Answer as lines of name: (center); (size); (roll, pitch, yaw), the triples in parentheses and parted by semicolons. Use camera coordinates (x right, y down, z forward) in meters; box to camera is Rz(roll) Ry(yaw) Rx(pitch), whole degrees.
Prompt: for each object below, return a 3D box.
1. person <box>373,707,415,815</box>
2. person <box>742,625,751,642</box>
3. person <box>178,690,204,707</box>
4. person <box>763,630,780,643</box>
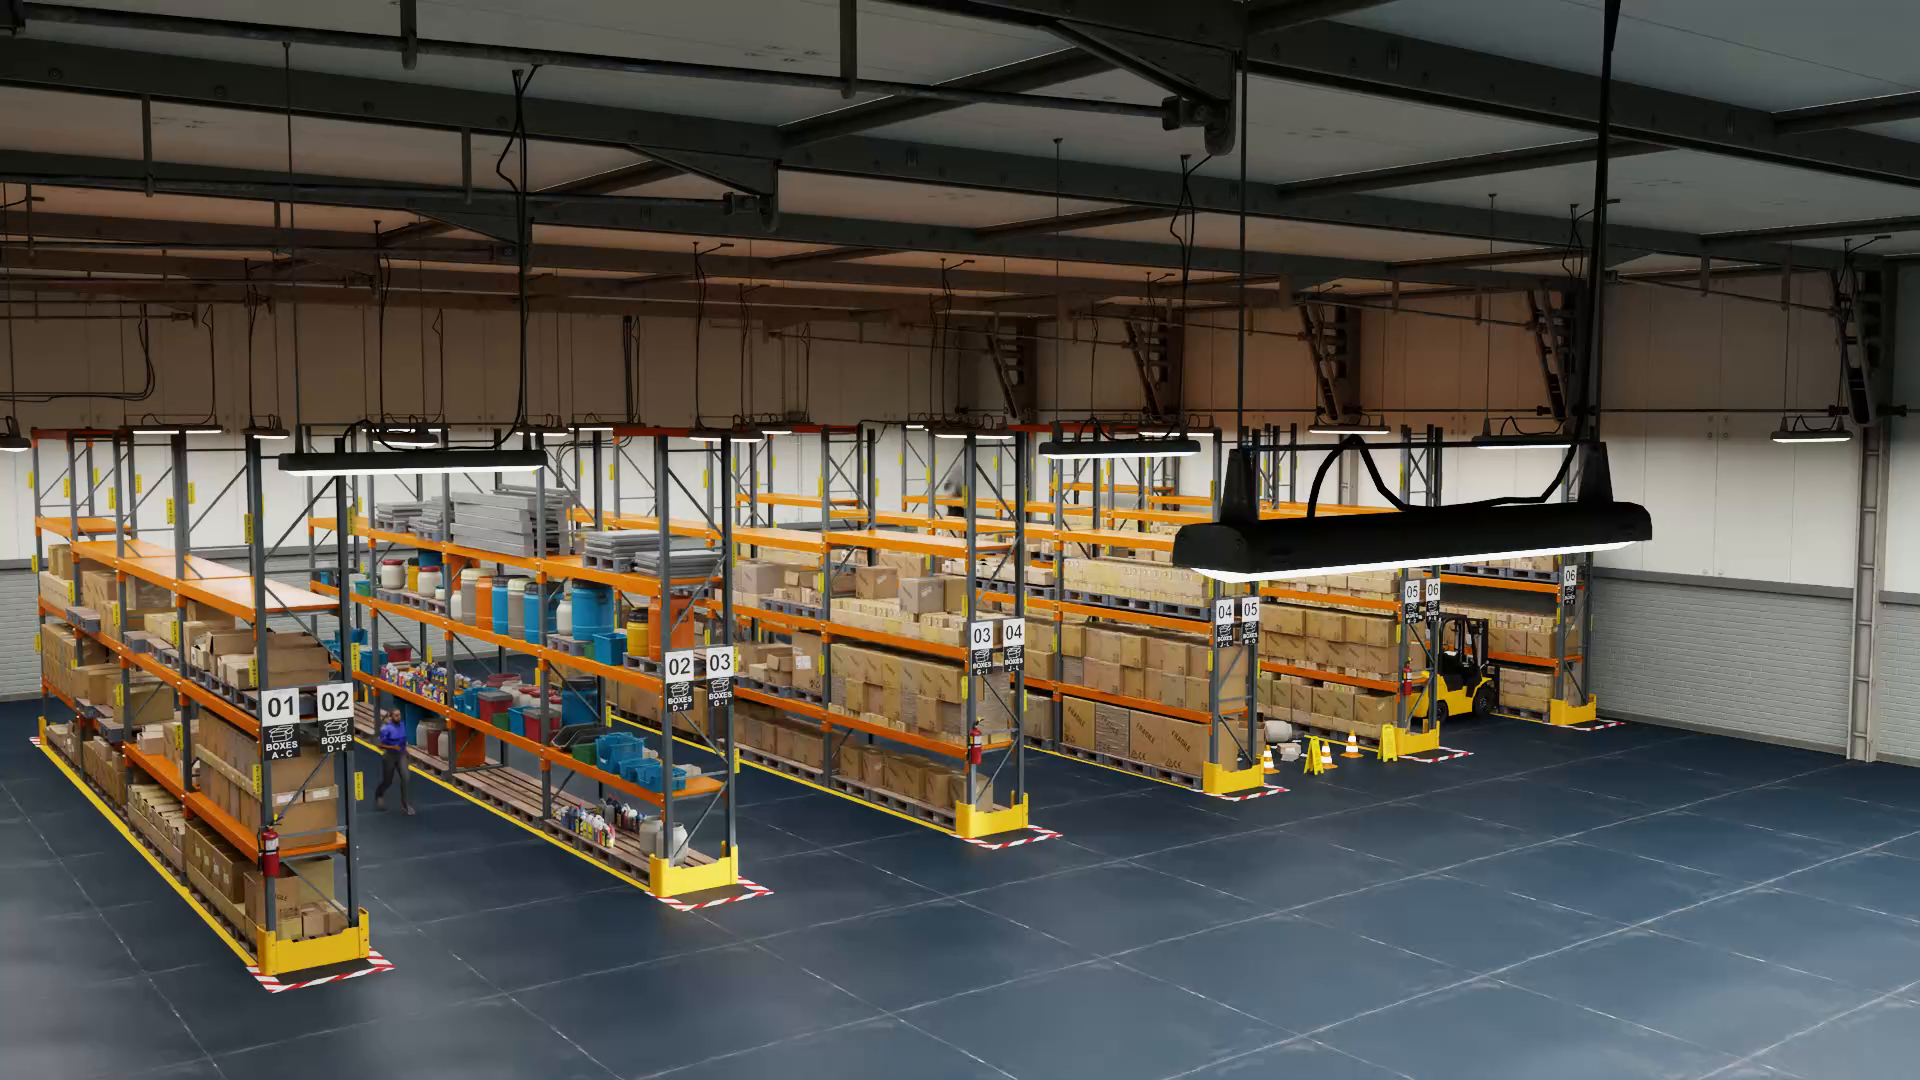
person: (-8.905, 3.446, 26.134); (0.924, 1.662, 0.549); (4, 6, 41)
person: (-5.410, 2.244, 41.871); (0.822, 1.649, 0.719); (0, 4, -4)
person: (-14.916, 2.905, 32.191); (0.901, 1.753, 0.702); (4, 6, 41)
person: (-4.916, 2.137, 42.949); (0.570, 1.669, 0.880); (3, 5, 31)
